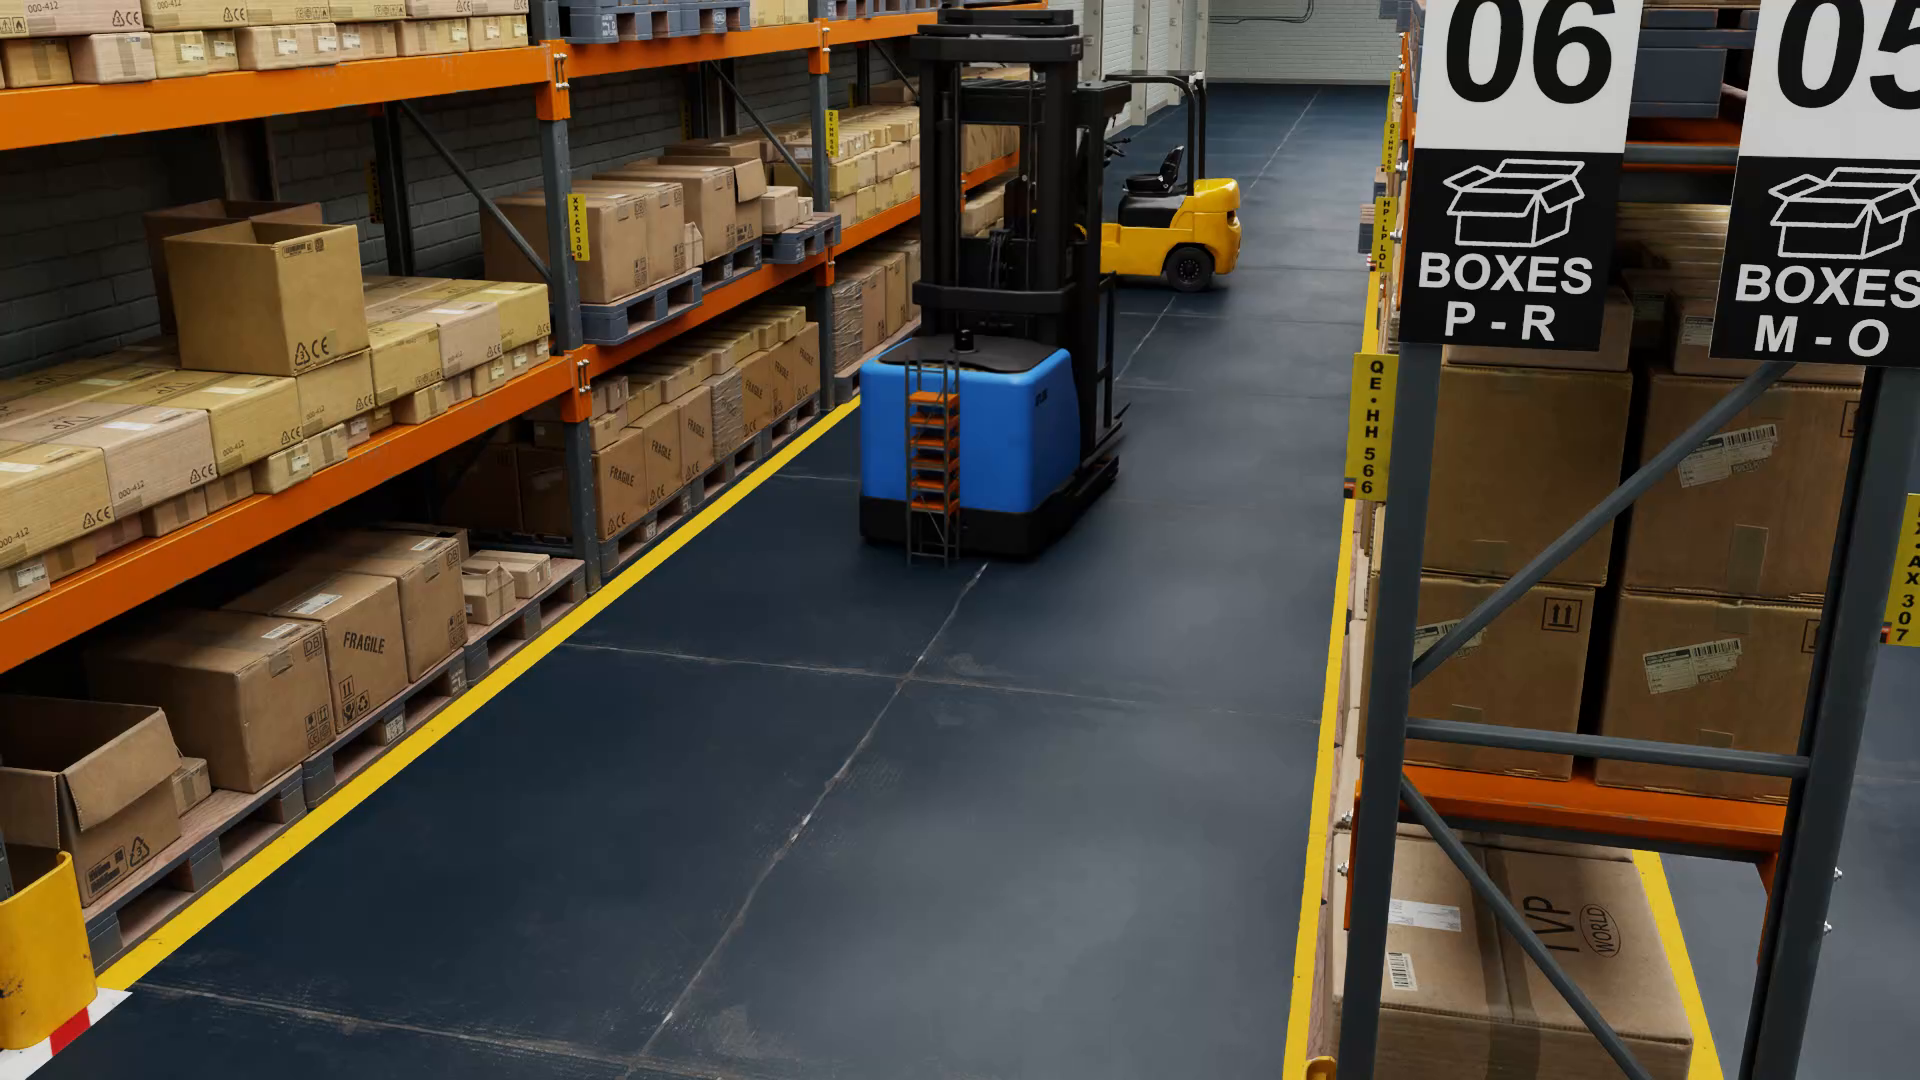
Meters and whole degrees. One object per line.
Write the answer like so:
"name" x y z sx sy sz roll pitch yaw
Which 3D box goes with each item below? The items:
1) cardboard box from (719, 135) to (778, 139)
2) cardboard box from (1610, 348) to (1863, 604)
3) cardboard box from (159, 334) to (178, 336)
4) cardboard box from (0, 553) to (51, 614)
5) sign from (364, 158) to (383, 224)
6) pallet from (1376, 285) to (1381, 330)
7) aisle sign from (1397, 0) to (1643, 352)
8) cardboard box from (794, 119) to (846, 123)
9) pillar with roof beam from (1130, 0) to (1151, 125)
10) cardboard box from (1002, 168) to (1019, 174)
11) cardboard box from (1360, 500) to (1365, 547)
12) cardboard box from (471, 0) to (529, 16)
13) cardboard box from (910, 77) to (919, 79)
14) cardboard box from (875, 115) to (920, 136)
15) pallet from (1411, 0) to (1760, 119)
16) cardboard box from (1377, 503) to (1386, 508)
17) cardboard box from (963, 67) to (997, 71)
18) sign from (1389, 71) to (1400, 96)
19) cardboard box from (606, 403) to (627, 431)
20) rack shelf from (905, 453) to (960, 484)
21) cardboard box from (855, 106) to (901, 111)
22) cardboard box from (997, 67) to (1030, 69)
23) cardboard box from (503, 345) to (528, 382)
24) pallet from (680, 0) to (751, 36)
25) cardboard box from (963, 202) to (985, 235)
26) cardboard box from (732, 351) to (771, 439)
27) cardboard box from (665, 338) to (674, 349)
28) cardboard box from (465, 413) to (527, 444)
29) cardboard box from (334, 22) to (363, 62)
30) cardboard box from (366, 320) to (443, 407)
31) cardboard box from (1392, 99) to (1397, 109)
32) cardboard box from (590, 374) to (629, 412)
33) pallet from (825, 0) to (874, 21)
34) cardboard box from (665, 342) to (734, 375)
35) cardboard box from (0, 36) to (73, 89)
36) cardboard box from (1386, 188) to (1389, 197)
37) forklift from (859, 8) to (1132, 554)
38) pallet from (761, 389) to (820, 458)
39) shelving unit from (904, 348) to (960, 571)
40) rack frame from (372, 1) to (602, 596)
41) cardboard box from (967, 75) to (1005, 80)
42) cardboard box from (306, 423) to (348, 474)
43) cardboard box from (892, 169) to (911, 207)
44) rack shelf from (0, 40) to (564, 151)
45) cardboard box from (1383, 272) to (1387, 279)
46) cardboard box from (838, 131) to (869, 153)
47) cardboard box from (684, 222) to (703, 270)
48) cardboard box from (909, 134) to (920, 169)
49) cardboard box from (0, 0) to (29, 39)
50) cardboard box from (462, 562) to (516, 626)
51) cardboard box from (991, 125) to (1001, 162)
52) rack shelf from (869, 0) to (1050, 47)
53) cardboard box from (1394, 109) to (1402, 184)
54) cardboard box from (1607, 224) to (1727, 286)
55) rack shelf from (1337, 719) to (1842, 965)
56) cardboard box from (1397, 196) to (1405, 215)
"cardboard box" -1.606 -2.996 12.660 0.380 0.149 0.250 5 20 15
"cardboard box" 1.808 -0.183 3.881 0.500 0.500 0.500 4 19 12
"cardboard box" -3.049 -0.796 7.148 0.500 0.250 0.500 5 20 15
"cardboard box" -3.053 0.112 5.107 0.380 0.149 0.250 5 19 13
"sign" -2.961 -1.770 8.437 0.100 0.325 0.005 5 19 13
"pallet" 4.476 -2.189 15.771 1.003 0.211 1.213 5 19 13
"aisle sign" 1.096 -0.767 3.270 0.394 0.787 0.004 5 19 13
"cardboard box" -1.179 -3.473 14.058 0.380 0.149 0.250 5 19 14
"pillar with roof beam" 8.038 -12.934 33.633 9.100 9.000 0.400 5 19 13
"cardboard box" 0.699 -4.142 19.231 0.500 0.250 0.500 5 20 15
"cardboard box" 2.679 -0.466 9.049 0.875 0.875 0.875 5 20 15
"cardboard box" -2.297 -2.497 7.490 0.500 0.250 0.500 5 19 14
"cardboard box" -0.339 -4.704 17.202 0.380 0.149 0.250 4 19 13
"cardboard box" -0.553 -3.591 14.403 0.380 0.149 0.250 4 19 12
"pallet" 1.586 -1.145 3.897 1.003 0.211 1.213 5 19 13
"cardboard box" 1.413 0.090 4.629 0.500 0.500 0.500 4 19 12
"cardboard box" 0.220 -5.347 19.083 0.380 0.149 0.250 4 19 12
"sign" 4.797 -5.002 18.352 0.100 0.325 0.005 5 19 13
"cardboard box" -2.084 -0.686 9.270 0.380 0.149 0.250 4 19 12
"rack shelf" -0.149 -0.395 9.126 0.258 0.103 0.180 7 20 18
"cardboard box" -0.762 -3.948 15.446 0.380 0.149 0.250 4 19 12
"cardboard box" 0.626 -5.306 18.964 0.380 0.149 0.250 5 19 14
"cardboard box" -2.298 -0.857 7.945 0.380 0.149 0.250 5 20 15
"pallet" -1.945 -3.034 9.579 1.213 0.211 1.003 5 19 13
"cardboard box" -0.045 -3.184 16.426 0.500 0.250 0.500 4 19 13
"cardboard box" -1.598 -0.979 11.130 0.500 0.500 0.500 6 20 16
"cardboard box" -2.122 -1.288 11.031 0.380 0.149 0.250 4 19 12
"cardboard box" -2.612 -0.640 9.135 0.380 0.149 0.250 4 19 11
"cardboard box" -2.574 -1.946 6.493 0.380 0.149 0.250 5 19 14
"cardboard box" -2.553 -0.757 7.034 0.500 0.250 0.500 5 19 13
"cardboard box" 3.698 -3.247 13.290 0.500 0.500 0.500 5 19 13
"cardboard box" -2.060 -0.819 9.199 0.380 0.149 0.250 4 19 11
"pallet" -1.366 -3.983 12.359 1.213 0.211 1.003 6 20 16
"cardboard box" -1.671 -1.167 10.679 0.380 0.149 0.250 4 19 11
"cardboard box" -2.979 -1.471 5.101 0.380 0.149 0.250 5 19 14
"cardboard box" 3.234 -2.415 11.858 0.380 0.149 0.250 4 19 13
"forklift" 0.395 -1.747 10.268 1.130 2.935 3.031 7 20 18
"pallet" -1.664 -0.882 11.944 1.003 0.211 1.213 5 19 13
"shelving unit" -0.149 -0.437 9.111 0.258 1.200 0.189 7 20 18
"rack frame" -2.422 -1.179 8.499 1.000 3.000 0.127 5 19 13
"cardboard box" 0.257 -4.825 17.555 0.380 0.149 0.250 5 19 14
"cardboard box" -2.646 -0.372 6.524 0.380 0.149 0.250 5 20 15
"cardboard box" -0.725 -2.963 13.955 0.500 0.250 0.500 5 20 15
"rack shelf" -2.911 -1.631 6.295 1.077 0.370 4.000 5 19 13
"cardboard box" 2.608 -1.593 9.170 0.500 0.250 0.500 5 19 14
"cardboard box" -0.928 -3.113 13.003 0.380 0.149 0.250 5 19 14
"cardboard box" -1.711 -1.719 9.639 0.396 0.266 0.258 6 20 16
"cardboard box" -0.589 -3.357 14.332 0.500 0.250 0.500 5 19 14
"cardboard box" -3.026 -1.532 4.664 0.500 0.250 0.500 4 19 13
"cardboard box" -2.361 0.226 7.966 0.396 0.266 0.258 5 20 15
"cardboard box" 0.128 -4.176 17.118 0.500 0.500 0.500 4 19 13
"rack shelf" 0.021 -5.393 17.307 1.077 0.370 4.000 5 19 13
"cardboard box" 3.011 -2.427 10.452 0.500 0.500 0.500 4 19 12
"cardboard box" 1.999 -0.782 4.631 0.380 0.149 0.250 5 19 14
"rack shelf" 1.903 0.179 5.636 1.077 0.370 4.000 5 19 13
"cardboard box" 1.911 -1.021 6.334 0.500 0.500 0.500 4 19 13
